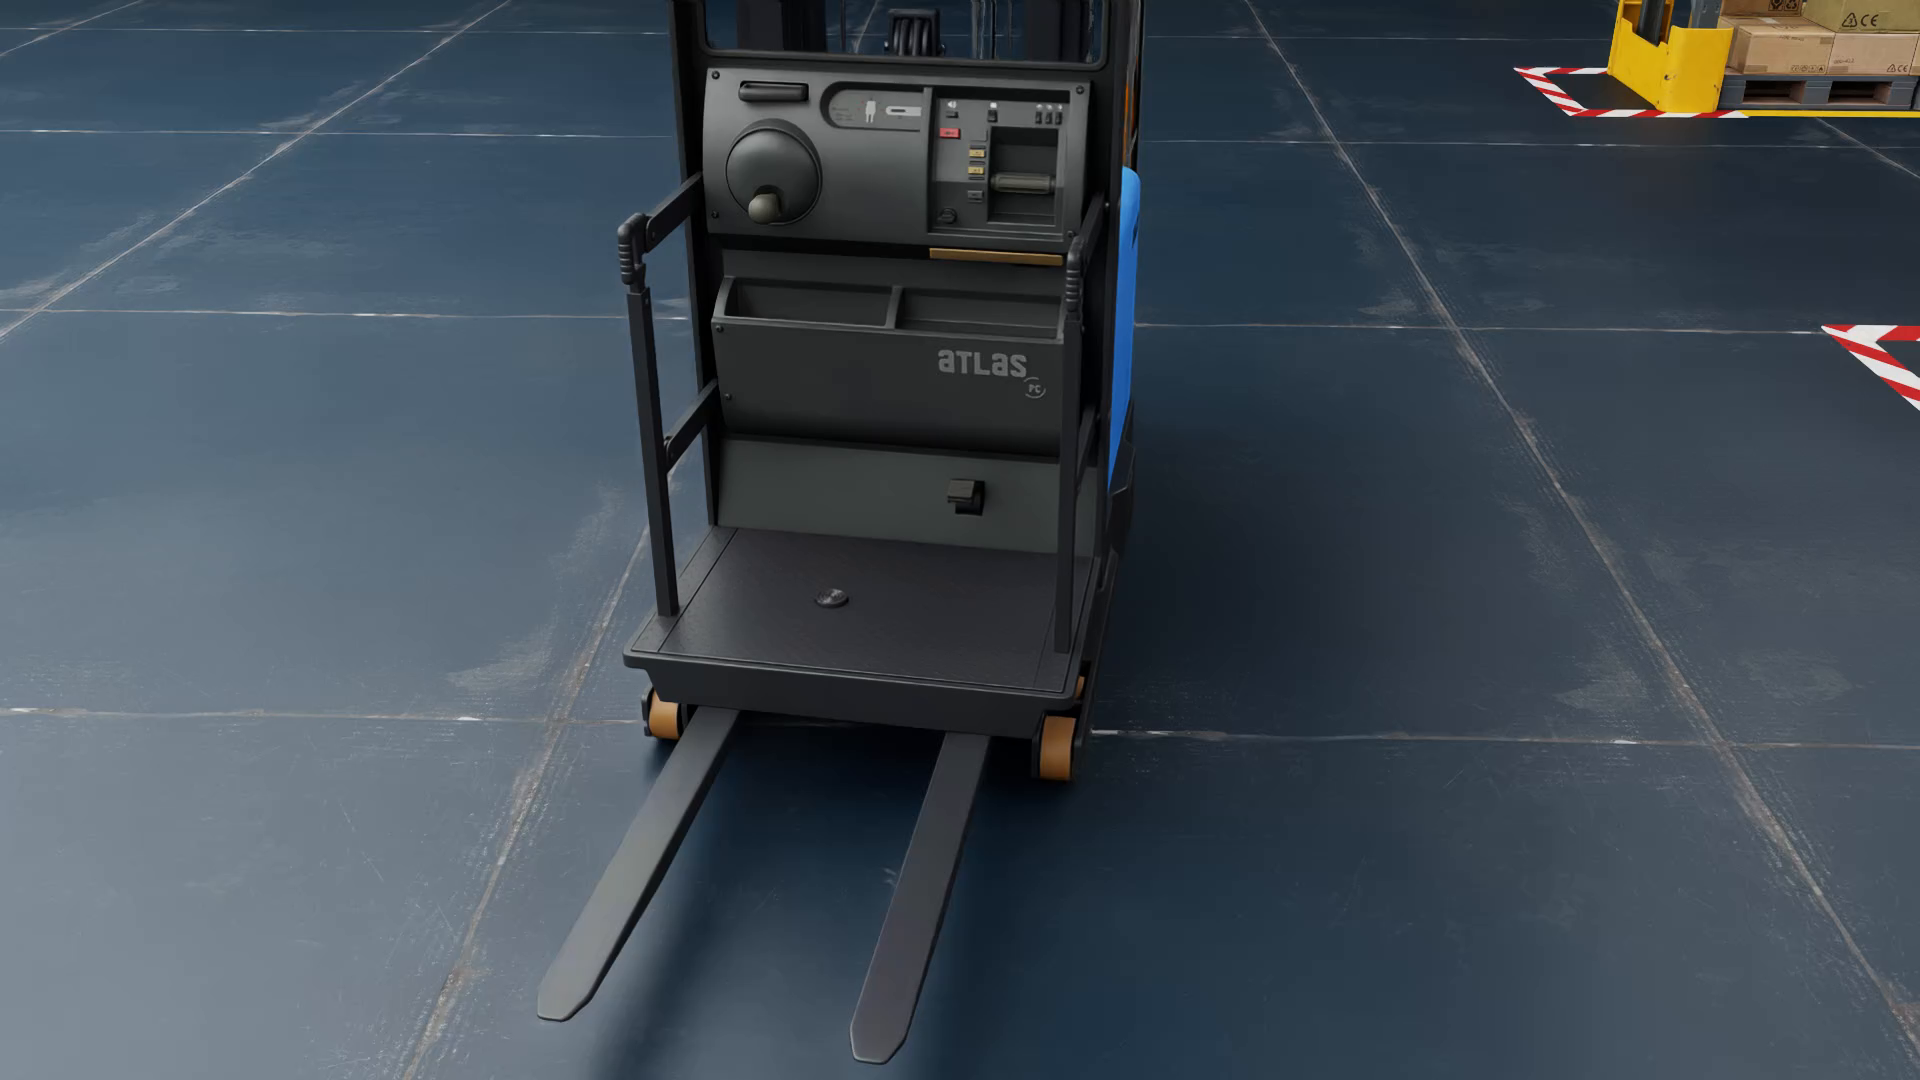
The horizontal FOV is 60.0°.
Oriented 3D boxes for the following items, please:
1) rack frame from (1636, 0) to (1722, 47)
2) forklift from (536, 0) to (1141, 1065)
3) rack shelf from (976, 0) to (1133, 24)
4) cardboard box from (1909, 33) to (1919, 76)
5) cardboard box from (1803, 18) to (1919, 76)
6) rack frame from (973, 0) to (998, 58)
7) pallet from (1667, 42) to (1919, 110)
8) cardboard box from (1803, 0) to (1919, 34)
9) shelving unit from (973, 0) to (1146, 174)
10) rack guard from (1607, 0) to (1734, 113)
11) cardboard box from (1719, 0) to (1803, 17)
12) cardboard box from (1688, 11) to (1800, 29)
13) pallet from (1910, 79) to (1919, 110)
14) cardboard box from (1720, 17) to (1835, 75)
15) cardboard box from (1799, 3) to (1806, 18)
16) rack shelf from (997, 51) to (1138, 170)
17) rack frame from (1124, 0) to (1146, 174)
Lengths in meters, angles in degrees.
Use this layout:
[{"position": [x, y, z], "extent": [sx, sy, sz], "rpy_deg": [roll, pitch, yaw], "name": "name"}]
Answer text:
[{"position": [4.520, -4.212, 9.993], "extent": [0.127, 3.000, 1.000], "rpy_deg": [1, 28, 2], "name": "rack frame"}, {"position": [-0.194, -0.881, 3.782], "extent": [1.130, 2.935, 3.031], "rpy_deg": [5, 28, 9], "name": "forklift"}, {"position": [0.322, -1.914, 5.154], "extent": [0.480, 0.518, 0.431], "rpy_deg": [5, 28, 9], "name": "rack shelf"}, {"position": [6.048, -3.055, 10.297], "extent": [0.500, 0.250, 0.500], "rpy_deg": [1, 28, 2], "name": "cardboard box"}, {"position": [5.548, -3.063, 10.313], "extent": [0.500, 0.250, 0.500], "rpy_deg": [1, 28, 2], "name": "cardboard box"}, {"position": [0.082, -1.328, 5.513], "extent": [0.015, 2.100, 0.400], "rpy_deg": [5, 28, 9], "name": "rack frame"}, {"position": [5.286, -2.987, 10.660], "extent": [1.213, 0.211, 1.003], "rpy_deg": [1, 28, 2], "name": "pallet"}, {"position": [5.548, -3.394, 10.136], "extent": [0.500, 0.500, 0.500], "rpy_deg": [1, 28, 2], "name": "cardboard box"}, {"position": [0.322, -1.308, 5.475], "extent": [0.503, 2.100, 0.431], "rpy_deg": [5, 28, 9], "name": "shelving unit"}, {"position": [4.496, -3.108, 10.579], "extent": [0.348, 0.500, 1.175], "rpy_deg": [1, 28, 2], "name": "rack guard"}, {"position": [5.067, -3.645, 10.609], "extent": [0.500, 0.500, 0.500], "rpy_deg": [1, 28, 2], "name": "cardboard box"}, {"position": [5.067, -3.312, 10.783], "extent": [0.500, 0.250, 0.500], "rpy_deg": [1, 28, 2], "name": "cardboard box"}, {"position": [6.502, -2.966, 10.619], "extent": [1.213, 0.211, 1.003], "rpy_deg": [1, 28, 2], "name": "pallet"}, {"position": [5.048, -3.070, 10.326], "extent": [0.500, 0.250, 0.500], "rpy_deg": [1, 28, 2], "name": "cardboard box"}, {"position": [5.567, -3.310, 10.778], "extent": [0.500, 0.250, 0.500], "rpy_deg": [1, 28, 2], "name": "cardboard box"}, {"position": [0.322, -1.296, 5.481], "extent": [0.480, 0.518, 0.431], "rpy_deg": [5, 28, 9], "name": "rack shelf"}, {"position": [0.562, -1.288, 5.437], "extent": [0.015, 2.100, 0.400], "rpy_deg": [5, 28, 9], "name": "rack frame"}]
